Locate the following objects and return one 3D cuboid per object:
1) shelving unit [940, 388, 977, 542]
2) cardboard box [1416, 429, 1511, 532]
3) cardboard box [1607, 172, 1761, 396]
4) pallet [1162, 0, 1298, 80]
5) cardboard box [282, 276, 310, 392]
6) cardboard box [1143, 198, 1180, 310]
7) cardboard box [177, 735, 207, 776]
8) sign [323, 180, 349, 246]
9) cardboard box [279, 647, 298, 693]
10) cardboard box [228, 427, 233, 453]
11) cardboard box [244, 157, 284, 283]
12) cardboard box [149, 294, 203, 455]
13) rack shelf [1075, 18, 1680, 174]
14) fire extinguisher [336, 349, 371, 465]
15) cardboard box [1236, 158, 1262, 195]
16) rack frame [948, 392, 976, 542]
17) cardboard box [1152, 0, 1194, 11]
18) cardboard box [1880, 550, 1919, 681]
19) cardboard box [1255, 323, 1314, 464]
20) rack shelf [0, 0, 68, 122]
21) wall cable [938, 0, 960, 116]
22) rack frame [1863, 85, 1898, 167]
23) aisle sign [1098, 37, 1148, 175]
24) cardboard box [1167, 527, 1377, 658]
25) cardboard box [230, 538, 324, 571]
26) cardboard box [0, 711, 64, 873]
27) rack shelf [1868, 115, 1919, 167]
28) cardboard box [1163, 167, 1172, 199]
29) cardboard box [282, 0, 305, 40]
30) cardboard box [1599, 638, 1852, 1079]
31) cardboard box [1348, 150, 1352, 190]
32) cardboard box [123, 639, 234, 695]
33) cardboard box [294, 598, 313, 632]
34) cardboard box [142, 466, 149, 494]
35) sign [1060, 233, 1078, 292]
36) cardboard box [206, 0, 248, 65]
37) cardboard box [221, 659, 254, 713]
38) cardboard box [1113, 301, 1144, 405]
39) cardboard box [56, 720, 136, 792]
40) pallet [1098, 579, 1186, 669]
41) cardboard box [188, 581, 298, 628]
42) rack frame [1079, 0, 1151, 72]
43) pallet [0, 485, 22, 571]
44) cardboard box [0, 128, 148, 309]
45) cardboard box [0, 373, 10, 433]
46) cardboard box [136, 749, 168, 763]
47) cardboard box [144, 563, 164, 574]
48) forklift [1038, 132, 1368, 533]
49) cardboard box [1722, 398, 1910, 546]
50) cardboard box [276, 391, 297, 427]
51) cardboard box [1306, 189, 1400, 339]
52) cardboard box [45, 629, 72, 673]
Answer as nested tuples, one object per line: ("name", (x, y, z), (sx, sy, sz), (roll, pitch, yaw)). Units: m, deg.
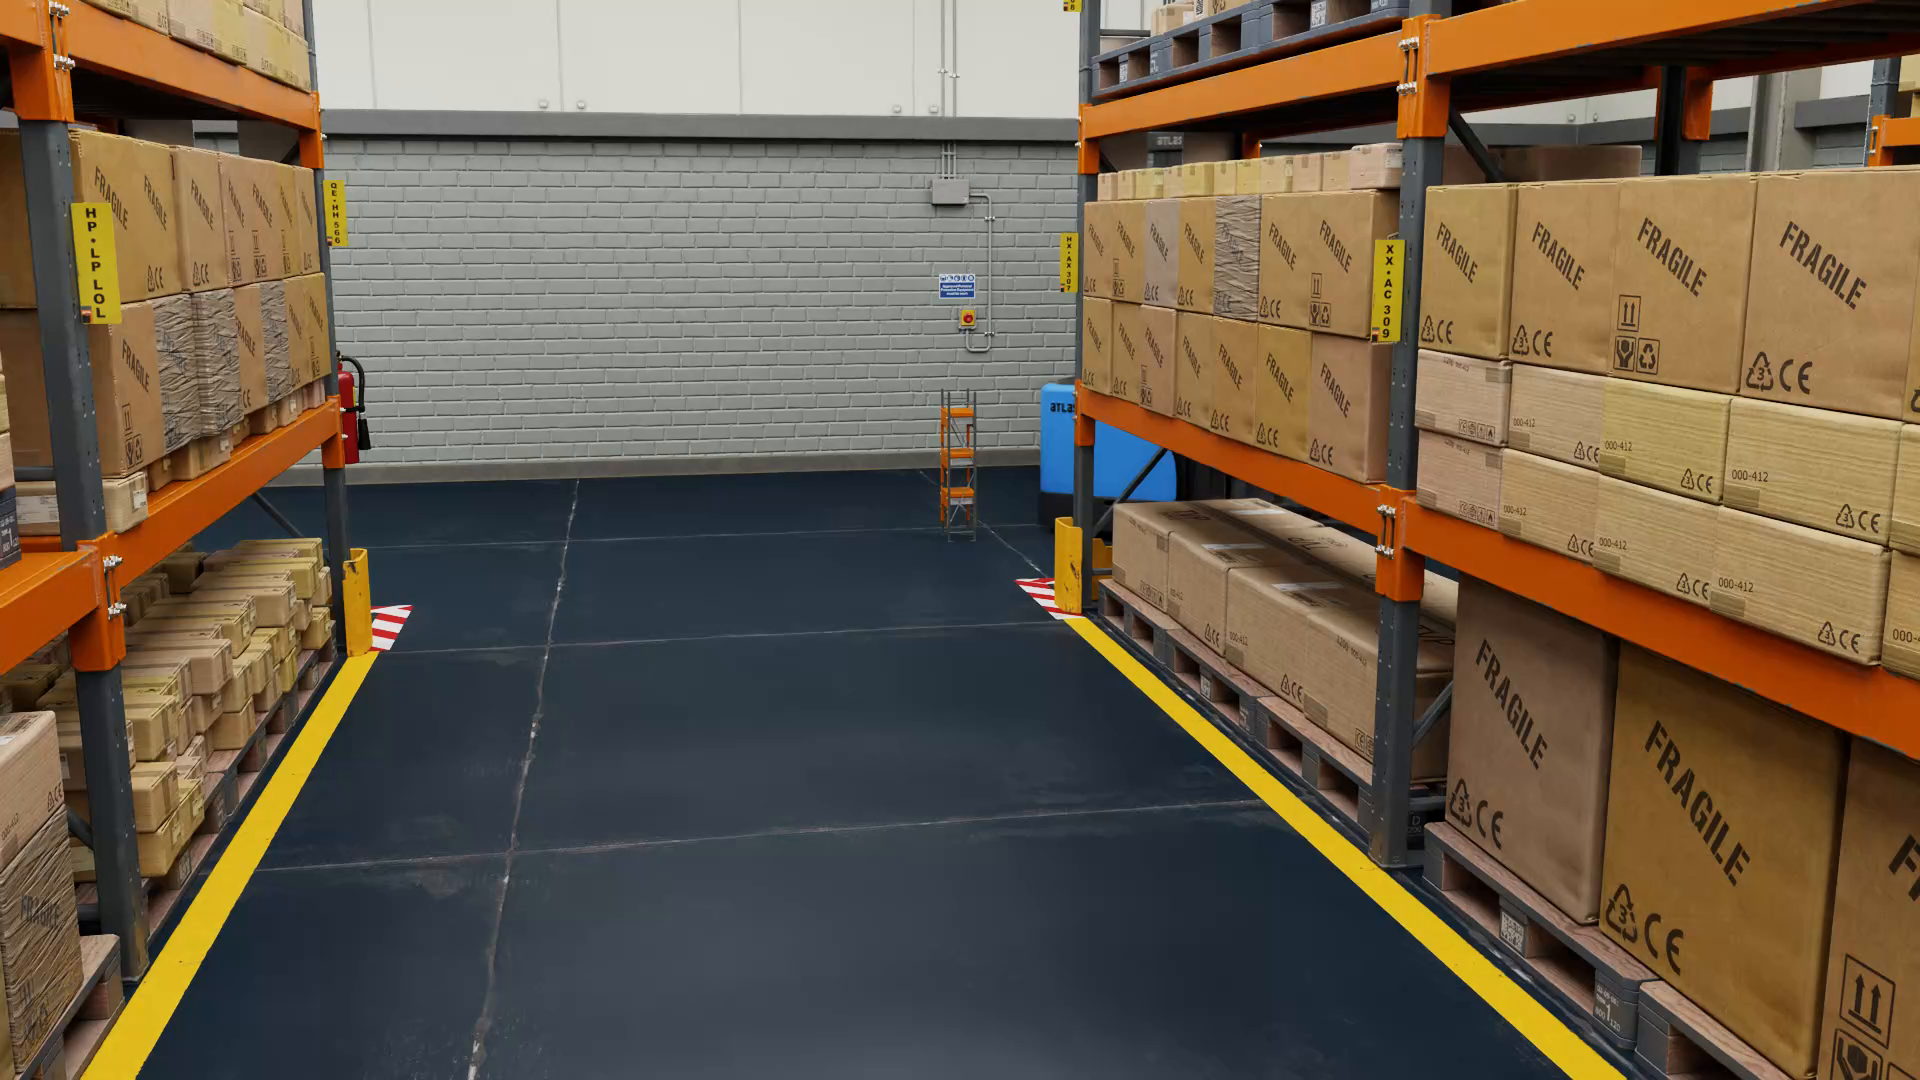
("shelving unit", (-0.010, -0.526, 11.650), (0.215, 1.050, 0.252), (-2, 11, -11))
("cardboard box", (1.758, -0.200, 5.129), (0.500, 0.250, 0.500), (-2, 11, -12))
("cardboard box", (1.956, -0.629, 4.039), (0.500, 0.500, 0.500), (-2, 11, -12))
("pallet", (1.549, -2.168, 7.280), (1.003, 0.211, 1.213), (-2, 11, -11))
("cardboard box", (-3.247, -0.927, 7.482), (0.500, 0.500, 0.500), (-2, 11, -12))
("cardboard box", (1.182, -1.351, 7.833), (0.500, 0.500, 0.500), (-2, 11, -11))
("cardboard box", (-2.910, 0.813, 5.906), (0.380, 0.149, 0.250), (-2, 11, -12))
("sign", (-3.134, -1.640, 8.349), (0.100, 0.325, 0.005), (-2, 11, -11))
("cardboard box", (-3.087, 0.568, 7.192), (0.380, 0.149, 0.250), (-3, 11, -14))
("cardboard box", (-3.040, -0.394, 6.414), (0.380, 0.149, 0.250), (-2, 11, -9))
("cardboard box", (-3.141, -1.323, 6.889), (0.500, 0.500, 0.500), (-2, 11, -8))
("cardboard box", (-2.857, -0.552, 5.510), (0.500, 0.500, 0.500), (-2, 11, -11))
("rack shelf", (1.542, -1.851, 7.303), (1.077, 0.370, 4.000), (-2, 11, -11))
("fire extinguisher", (-3.279, -0.741, 8.773), (0.296, 0.674, 0.183), (-2, 11, -11))
("cardboard box", (1.373, -1.505, 6.905), (0.380, 0.149, 0.250), (-2, 11, -12))
("rack frame", (0.013, -0.503, 11.532), (0.200, 1.050, 0.008), (-2, 11, -11))
("cardboard box", (1.329, -2.674, 8.712), (0.500, 0.250, 0.500), (-3, 11, -16))
("cardboard box", (2.159, 0.173, 3.164), (0.500, 0.250, 0.500), (-2, 11, -12))
("cardboard box", (1.485, -0.584, 6.472), (0.500, 0.500, 0.500), (-2, 11, -12))
("rack shelf", (-2.515, -0.919, 2.405), (1.077, 0.370, 4.000), (-2, 11, -11))
("wall cable", (-0.229, -5.078, 14.310), (0.463, 3.000, 0.029), (-2, 11, -11))
("rack frame", (6.022, -1.279, 10.395), (1.000, 3.000, 0.127), (-2, 11, -11))
("aisle sign", (0.855, -2.378, 9.214), (0.394, 0.787, 0.004), (-2, 11, -11))
("cardboard box", (1.566, 0.239, 8.147), (0.875, 0.438, 0.875), (-2, 11, -9))
("cardboard box", (-3.331, 0.090, 8.110), (0.380, 0.149, 0.250), (-2, 11, -10))
("cardboard box", (-2.512, 0.615, 4.001), (0.500, 0.250, 0.500), (-2, 11, -13))
("rack shelf", (6.411, -2.033, 8.255), (1.077, 0.370, 4.000), (-2, 11, -11))
("cardboard box", (1.182, -1.691, 7.881), (0.380, 0.149, 0.250), (-2, 11, -10))
("cardboard box", (-3.343, -2.470, 7.692), (0.500, 0.250, 0.500), (-2, 11, -13))
("cardboard box", (2.314, 0.749, 4.297), (0.875, 0.875, 0.875), (-2, 11, -9))
("cardboard box", (1.615, -1.321, 5.936), (0.380, 0.149, 0.250), (-2, 11, -10))
("cardboard box", (-2.904, 0.471, 6.108), (0.380, 0.149, 0.250), (-2, 11, -10))
("cardboard box", (-3.197, 0.330, 7.645), (0.380, 0.149, 0.250), (-3, 11, -13))
("cardboard box", (-2.865, -0.198, 5.386), (0.380, 0.149, 0.250), (-3, 11, -14))
("sign", (0.608, -1.543, 9.255), (0.100, 0.325, 0.005), (-2, 11, -11))
("cardboard box", (-3.022, -1.944, 6.267), (0.500, 0.250, 0.500), (-2, 11, -8))
("cardboard box", (-2.948, 0.568, 6.396), (0.380, 0.149, 0.250), (-2, 11, -11))
("cardboard box", (1.091, -0.957, 8.435), (0.500, 0.500, 0.500), (-2, 11, -12))
("cardboard box", (-2.768, 0.665, 5.089), (0.380, 0.149, 0.250), (-2, 11, -9))
("pallet", (1.386, 0.416, 8.949), (1.003, 0.211, 1.213), (-2, 11, -11))
("cardboard box", (-3.068, 0.278, 7.122), (0.380, 0.149, 0.250), (-2, 11, -9))
("rack frame", (1.153, -4.045, 8.883), (1.000, 3.000, 0.127), (-2, 11, -11))
("pallet", (-2.898, 0.074, 3.800), (1.003, 0.211, 1.213), (-2, 11, -11))
("cardboard box", (-2.753, -0.944, 4.897), (0.500, 0.500, 0.500), (-2, 11, -10))
("cardboard box", (-2.633, -0.329, 4.157), (0.380, 0.149, 0.250), (-2, 11, -9))
("cardboard box", (-2.798, 0.761, 5.382), (0.380, 0.149, 0.250), (-2, 11, -11))
("cardboard box", (-3.819, 0.208, 7.492), (0.380, 0.149, 0.250), (-2, 11, -11))
("forklift", (2.110, -1.439, 11.419), (3.031, 2.935, 1.130), (5, 12, 26))
("cardboard box", (2.042, -0.165, 3.603), (0.500, 0.250, 0.500), (-2, 11, -13))
("cardboard box", (-3.194, -0.588, 7.437), (0.380, 0.149, 0.250), (-2, 11, -9))
("cardboard box", (1.569, -0.981, 5.888), (0.500, 0.500, 0.500), (-2, 11, -11))
("cardboard box", (-3.555, 0.444, 6.253), (0.380, 0.149, 0.250), (-3, 11, -13))
